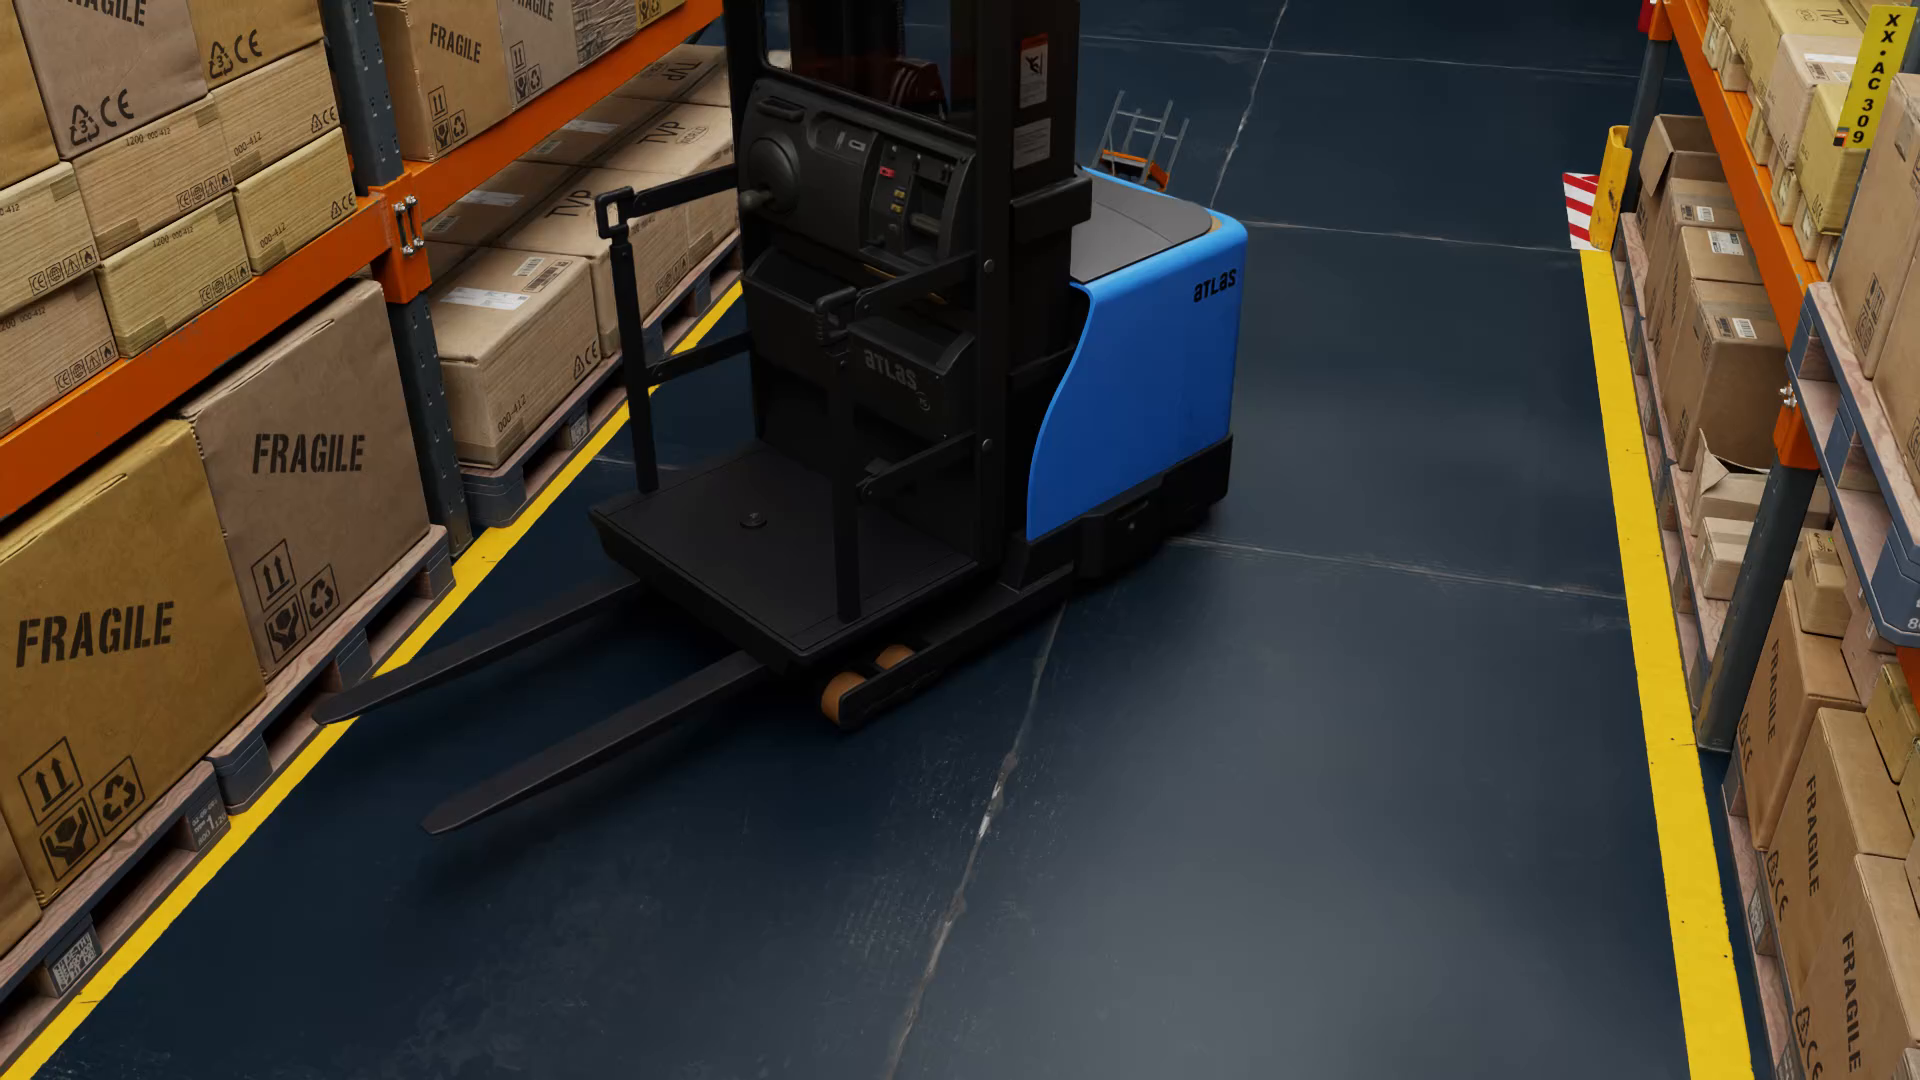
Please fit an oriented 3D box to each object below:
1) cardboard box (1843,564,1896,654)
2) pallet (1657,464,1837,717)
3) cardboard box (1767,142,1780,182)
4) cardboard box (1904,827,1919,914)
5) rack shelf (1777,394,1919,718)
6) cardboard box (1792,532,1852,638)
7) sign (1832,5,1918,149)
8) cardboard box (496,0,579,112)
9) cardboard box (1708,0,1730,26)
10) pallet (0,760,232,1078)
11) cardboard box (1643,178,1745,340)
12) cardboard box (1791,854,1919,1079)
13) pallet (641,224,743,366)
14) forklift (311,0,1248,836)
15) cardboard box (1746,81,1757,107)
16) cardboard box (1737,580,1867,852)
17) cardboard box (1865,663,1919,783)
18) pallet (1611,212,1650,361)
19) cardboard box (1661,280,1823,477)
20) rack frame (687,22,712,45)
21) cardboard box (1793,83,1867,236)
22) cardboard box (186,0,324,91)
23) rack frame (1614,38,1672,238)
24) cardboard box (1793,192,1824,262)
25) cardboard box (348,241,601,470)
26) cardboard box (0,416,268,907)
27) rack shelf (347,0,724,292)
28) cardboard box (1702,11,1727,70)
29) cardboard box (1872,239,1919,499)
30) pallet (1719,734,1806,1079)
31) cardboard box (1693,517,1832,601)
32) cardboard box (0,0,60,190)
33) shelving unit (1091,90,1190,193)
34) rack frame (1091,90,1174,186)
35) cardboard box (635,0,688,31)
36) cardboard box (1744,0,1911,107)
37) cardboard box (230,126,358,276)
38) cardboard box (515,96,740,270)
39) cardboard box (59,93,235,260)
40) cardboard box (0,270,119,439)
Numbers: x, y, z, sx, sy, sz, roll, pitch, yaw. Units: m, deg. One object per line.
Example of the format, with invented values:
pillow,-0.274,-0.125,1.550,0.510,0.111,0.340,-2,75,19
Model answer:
cardboard box,2.257,0.147,3.779,0.380,0.149,0.250,6,33,10
pallet,2.800,0.198,5.242,1.003,0.211,1.213,8,33,12
cardboard box,2.642,-1.125,4.958,0.380,0.149,0.250,9,34,14
cardboard box,2.071,0.689,3.204,0.380,0.149,0.250,8,33,12
rack shelf,2.118,0.719,2.494,1.077,0.370,4.000,8,33,12
cardboard box,2.277,0.131,4.082,0.380,0.149,0.250,10,34,15
sign,2.098,-1.058,3.811,0.100,0.325,0.005,8,33,12
cardboard box,-1.673,-1.807,5.703,0.500,0.500,0.500,8,33,13
cardboard box,3.011,-2.037,6.020,0.500,0.250,0.500,7,33,11
pallet,-2.607,0.926,4.097,1.003,0.211,1.213,8,33,12
cardboard box,3.139,-1.078,6.588,0.700,0.500,0.500,9,34,14
cardboard box,2.028,1.011,3.301,0.500,0.500,0.500,7,33,11
pallet,-1.601,-1.139,7.344,1.003,0.211,1.213,8,33,12
forklift,-0.464,-0.999,4.589,3.031,2.935,1.130,-27,41,-36
cardboard box,2.871,-1.515,5.571,0.380,0.149,0.250,8,33,12
cardboard box,2.285,0.475,4.145,0.500,0.500,0.500,9,34,14
cardboard box,2.227,0.420,3.627,0.380,0.149,0.250,6,33,10
pallet,3.420,-1.068,7.234,1.003,0.211,1.213,8,33,12
cardboard box,2.875,-0.539,5.741,0.700,0.500,0.500,7,33,11
rack frame,-1.162,-3.372,8.259,1.000,3.000,0.127,8,33,12
cardboard box,2.519,-0.982,4.362,0.500,0.250,0.500,9,33,14
cardboard box,-2.047,-1.495,4.280,0.500,0.500,0.500,9,34,14
rack frame,3.640,-2.698,7.199,1.000,3.000,0.127,8,33,12
cardboard box,2.507,-0.855,4.532,0.380,0.149,0.250,9,34,14
cardboard box,-1.914,-0.704,6.058,0.875,0.438,0.875,8,33,12
cardboard box,-2.479,0.225,4.189,0.875,0.875,0.875,9,34,14
rack shelf,-1.669,-2.031,6.819,1.077,0.370,4.000,8,33,12
cardboard box,2.917,-1.797,6.015,0.380,0.149,0.250,7,33,11
cardboard box,2.155,-0.353,3.024,0.700,0.500,0.500,8,33,13
pallet,2.455,0.981,4.010,1.003,0.211,1.213,8,33,12
cardboard box,2.483,0.074,5.103,0.380,0.149,0.250,7,33,11
cardboard box,-2.319,-0.965,3.446,0.500,0.500,0.500,9,34,14
shelving unit,0.561,-1.150,6.555,0.258,1.200,0.189,21,1,29
rack frame,0.519,-1.165,6.475,0.240,1.200,0.006,21,1,29
cardboard box,-1.410,-2.332,6.529,0.500,0.500,0.500,9,34,14
cardboard box,2.771,-1.501,5.178,0.500,0.250,0.500,8,33,12
cardboard box,-2.047,-0.966,4.614,0.500,0.250,0.500,7,33,11
cardboard box,-1.457,-1.636,7.524,0.875,0.438,0.875,9,34,14
cardboard box,-2.173,-0.922,4.078,0.500,0.250,0.500,9,33,14
cardboard box,-2.324,-0.443,3.790,0.500,0.250,0.500,7,33,11
